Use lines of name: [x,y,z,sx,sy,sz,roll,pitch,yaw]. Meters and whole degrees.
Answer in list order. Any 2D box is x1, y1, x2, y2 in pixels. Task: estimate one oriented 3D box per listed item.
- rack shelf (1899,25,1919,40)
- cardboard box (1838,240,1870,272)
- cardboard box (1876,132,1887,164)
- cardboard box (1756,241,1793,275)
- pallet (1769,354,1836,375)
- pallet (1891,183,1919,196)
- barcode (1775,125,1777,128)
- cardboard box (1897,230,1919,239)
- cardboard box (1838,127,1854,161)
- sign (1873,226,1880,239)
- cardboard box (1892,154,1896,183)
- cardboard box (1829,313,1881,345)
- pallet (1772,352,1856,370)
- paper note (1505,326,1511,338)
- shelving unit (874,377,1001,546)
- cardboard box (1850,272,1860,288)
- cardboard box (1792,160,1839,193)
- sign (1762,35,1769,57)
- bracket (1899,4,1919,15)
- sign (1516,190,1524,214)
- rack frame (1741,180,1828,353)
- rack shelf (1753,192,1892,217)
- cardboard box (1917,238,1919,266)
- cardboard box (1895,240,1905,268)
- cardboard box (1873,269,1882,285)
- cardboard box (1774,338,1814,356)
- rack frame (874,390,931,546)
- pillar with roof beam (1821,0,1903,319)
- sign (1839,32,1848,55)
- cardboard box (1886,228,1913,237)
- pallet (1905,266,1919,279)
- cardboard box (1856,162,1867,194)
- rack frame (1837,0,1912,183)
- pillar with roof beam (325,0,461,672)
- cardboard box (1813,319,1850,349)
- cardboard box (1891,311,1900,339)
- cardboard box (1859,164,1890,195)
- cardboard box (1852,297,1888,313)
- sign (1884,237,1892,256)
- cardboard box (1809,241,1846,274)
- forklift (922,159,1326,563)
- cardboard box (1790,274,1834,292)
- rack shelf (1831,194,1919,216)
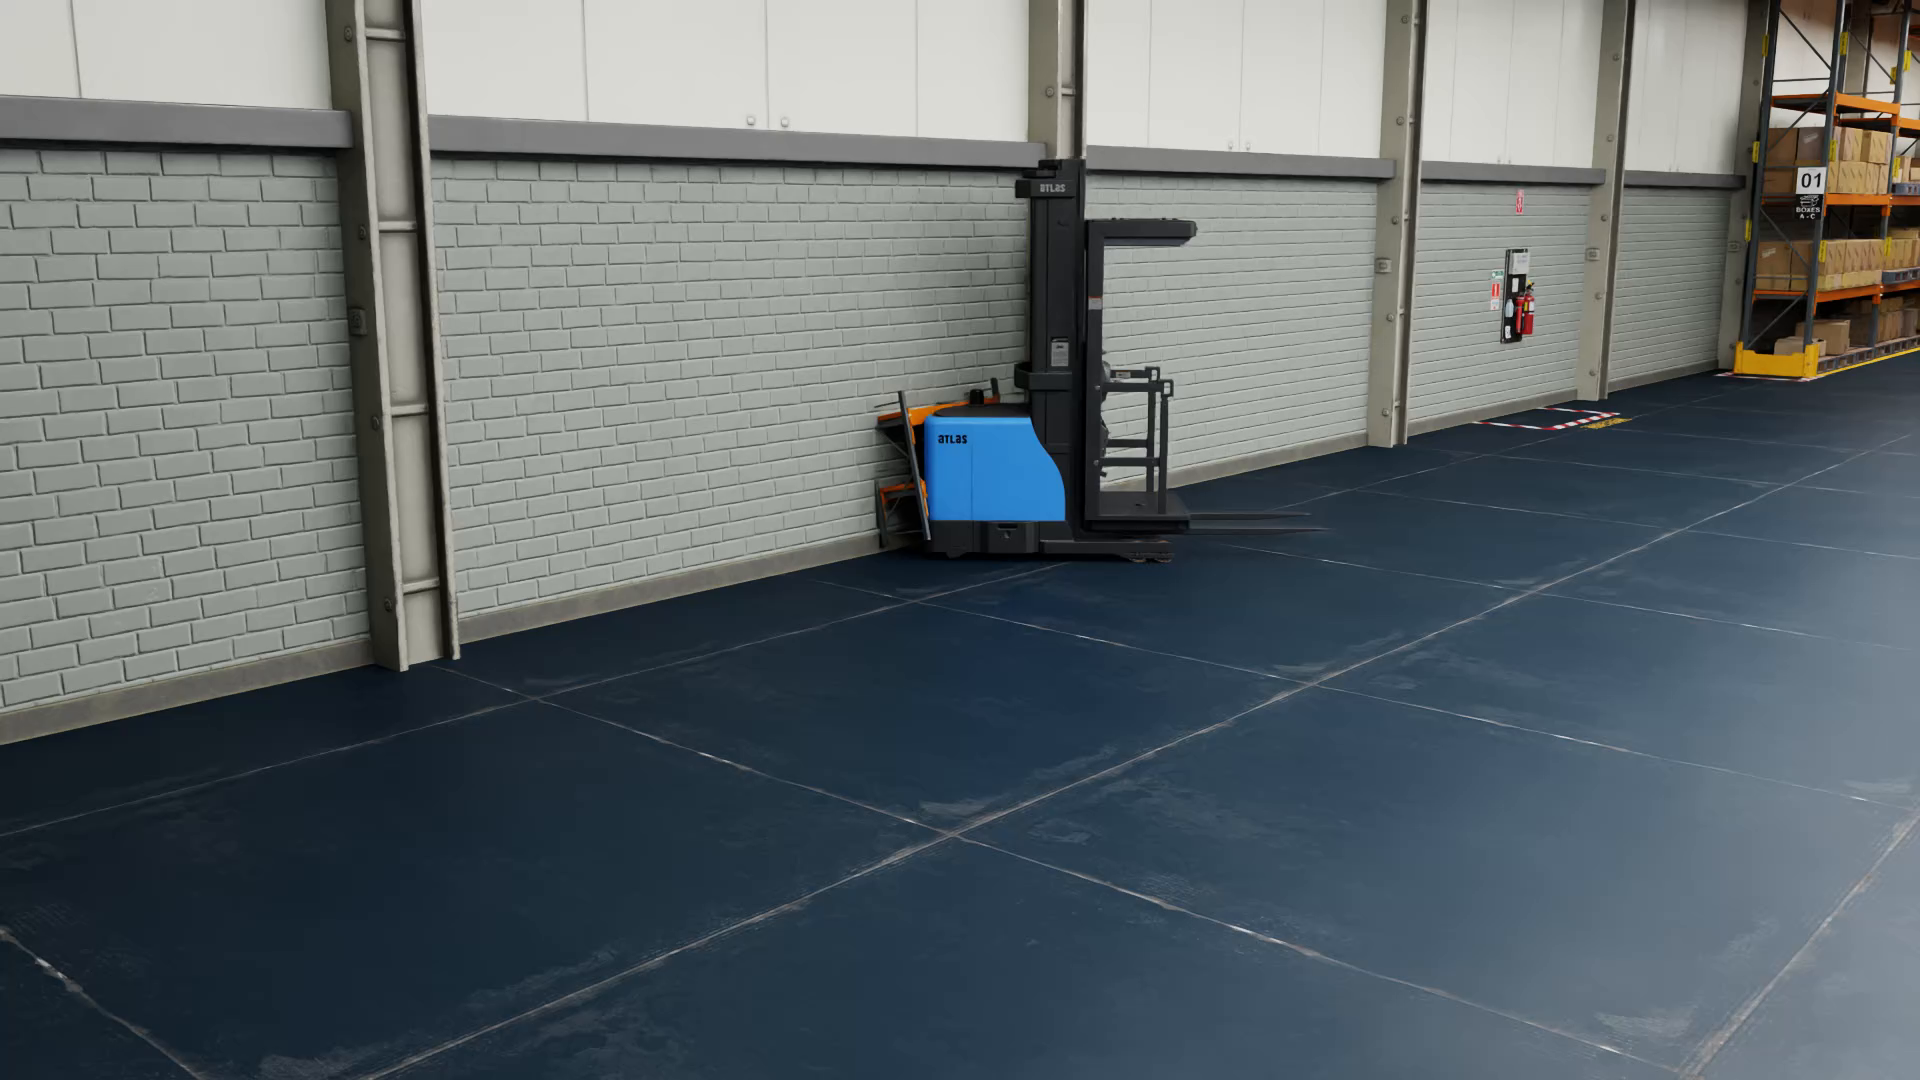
rack shelf: [19.460,-9.777,32.537,1.077,0.370,4.000,10,15,40]
cardboard box: [14.754,-4.723,27.615,0.500,0.500,0.500,9,15,39]
cardboard box: [15.017,-6.504,27.599,0.500,0.500,0.500,11,16,43]
cardboard box: [13.011,-4.487,26.437,0.500,0.500,0.500,10,15,40]
pallet: [13.472,-2.845,26.918,1.003,0.211,1.213,10,15,40]
pallet: [15.987,-6.131,29.070,1.213,0.211,1.003,10,15,40]
barcode: [12.952,-6.560,26.400,0.001,0.075,0.075,10,15,40]
cardboard box: [17.935,-5.792,31.516,0.380,0.149,0.250,7,14,33]
cardboard box: [13.665,-6.199,26.073,0.500,0.500,0.500,10,15,40]
sign: [17.721,-5.903,32.150,0.100,0.325,0.005,10,15,40]
cardboard box: [15.921,-6.471,28.966,0.500,0.500,0.500,-9,15,-39]
cardboard box: [15.973,-3.775,29.714,0.700,0.500,0.500,10,15,42]
pallet: [14.278,-3.024,27.812,1.003,0.211,1.213,10,15,40]
paper note: [6.882,-2.611,20.874,0.016,0.148,0.142,10,15,40]
shelving unit: [-0.150,-0.614,12.843,0.538,1.125,1.048,-7,4,45]
cardboard box: [14.428,-4.280,27.314,0.500,0.250,0.500,10,15,41]
cardboard box: [13.268,-5.633,25.792,0.500,0.500,0.500,10,15,42]
sign: [12.456,-7.639,25.693,0.100,0.325,0.005,10,15,40]
bracket: [18.874,-10.285,32.542,0.076,0.066,4.783,10,15,40]
sign: [6.971,-4.208,20.705,0.001,0.298,0.199,10,15,40]
rack frame: [12.859,-4.087,26.013,1.000,3.000,0.127,10,15,40]
rack shelf: [14.179,-5.499,27.263,1.077,0.370,4.000,10,15,40]
cardboard box: [17.837,-5.458,31.501,0.700,0.500,0.500,8,14,34]
cardboard box: [16.647,-5.193,30.172,0.500,0.500,0.700,-10,15,-40]
cardboard box: [15.415,-4.502,28.427,0.500,0.250,0.500,10,15,40]
cardboard box: [13.383,-3.074,26.685,0.500,0.311,0.500,8,14,34]
rack frame: [-0.500,-0.532,12.483,0.500,1.125,0.032,-7,4,45]
pillar with roof beam: [19.866,-7.569,28.134,9.100,9.000,0.548,10,15,40]
sign: [13.267,-7.455,24.975,0.100,0.325,0.005,10,15,40]
cardboard box: [18.245,-5.936,32.294,0.500,0.250,0.500,10,15,42]
pallet: [17.750,-5.051,31.331,1.213,0.211,1.003,10,15,40]
cardboard box: [14.326,-5.866,26.958,0.500,0.500,0.500,11,16,44]
rack frame: [15.500,-7.617,28.372,1.000,3.000,0.127,10,15,40]
pillar with roof beam: [0.063,-3.156,6.036,9.100,9.000,0.400,10,15,40]
cardboard box: [14.845,-3.507,28.371,0.500,0.500,0.500,8,14,36]
cardboard box: [16.970,-4.003,30.855,0.700,0.500,0.500,10,15,40]
cardboard box: [15.350,-6.098,28.120,0.500,0.500,0.500,10,15,42]
cardboard box: [16.602,-4.285,30.353,0.500,0.250,0.500,9,15,39]
sign: [15.912,-5.031,28.529,0.100,0.325,0.005,10,15,40]
cardboard box: [13.734,-4.493,26.467,0.500,0.500,0.500,10,15,41]
forklift: [1.242,-1.373,12.601,3.031,2.935,1.130,0,11,1]
cardboard box: [13.420,-4.054,26.180,0.500,0.250,0.500,9,15,39]
rack shelf: [16.820,-6.088,30.210,1.077,0.370,4.000,10,15,40]
